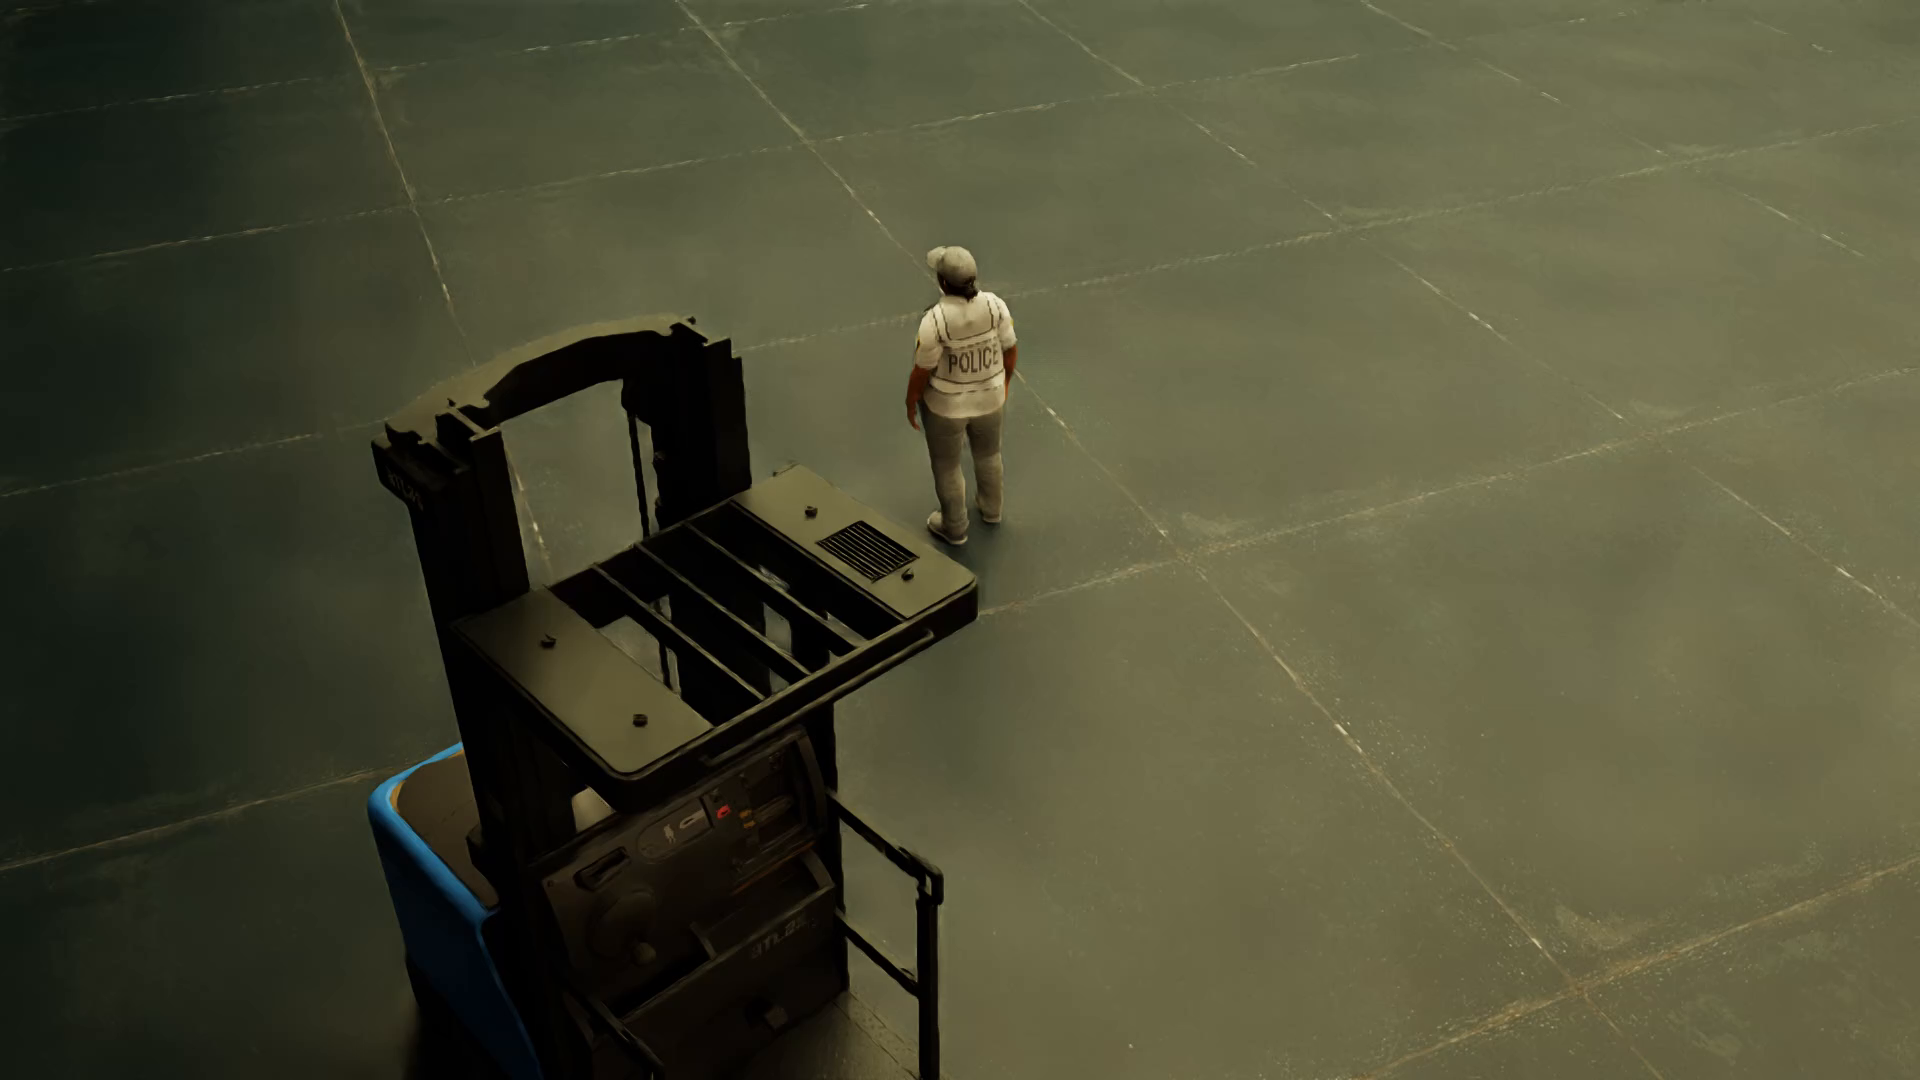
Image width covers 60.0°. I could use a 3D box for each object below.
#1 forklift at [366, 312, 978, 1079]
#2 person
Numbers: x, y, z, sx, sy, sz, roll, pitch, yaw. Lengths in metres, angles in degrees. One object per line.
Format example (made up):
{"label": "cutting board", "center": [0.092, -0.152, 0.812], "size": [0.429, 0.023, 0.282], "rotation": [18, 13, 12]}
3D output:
{"label": "forklift", "center": [-0.643, 0.957, 4.752], "size": [1.130, 2.935, 3.031], "rotation": [-28, 44, -34]}
{"label": "person", "center": [-0.009, -0.731, 8.205], "size": [0.598, 1.669, 0.529], "rotation": [-14, 38, -19]}
